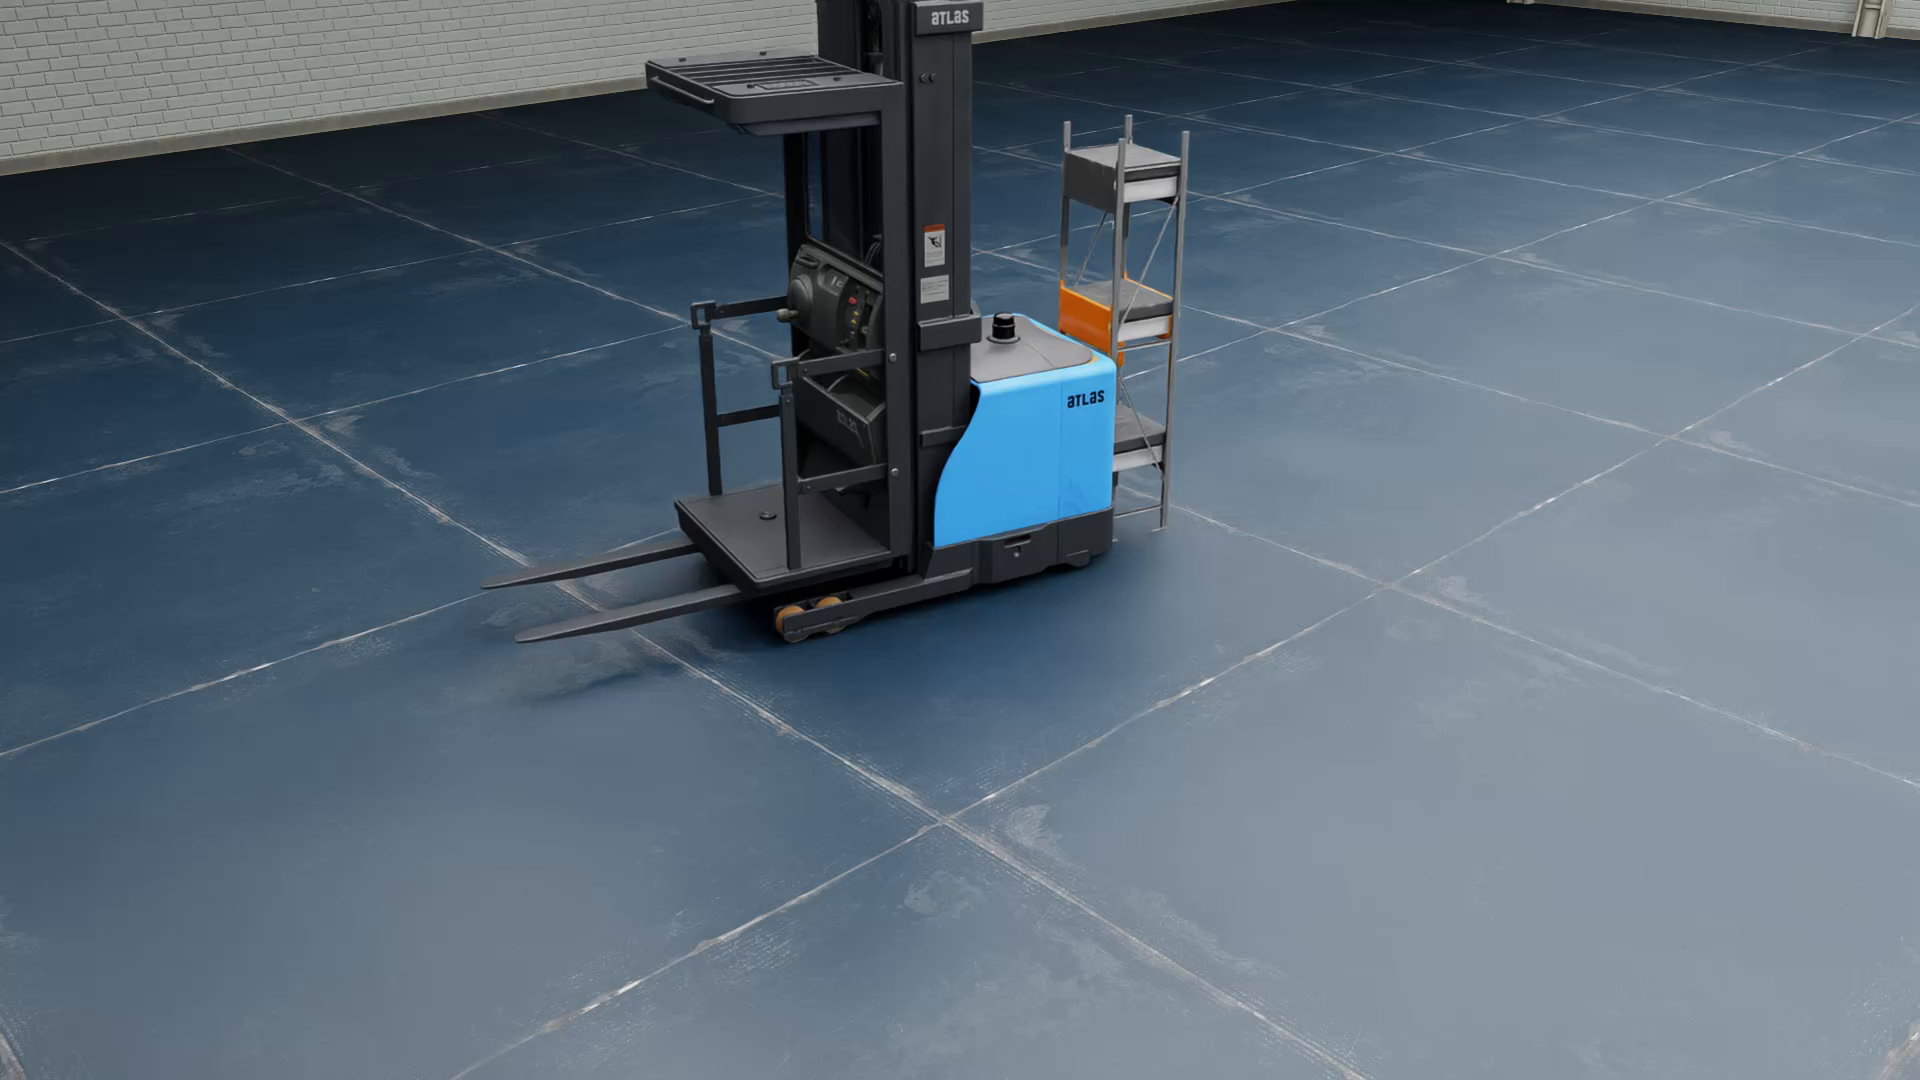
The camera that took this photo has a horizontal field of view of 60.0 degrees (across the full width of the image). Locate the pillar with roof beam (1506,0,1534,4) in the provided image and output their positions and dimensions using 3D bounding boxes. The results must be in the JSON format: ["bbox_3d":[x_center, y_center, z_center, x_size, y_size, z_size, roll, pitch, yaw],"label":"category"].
[{"bbox_3d":[6.974,-12.572,25.467,9.100,9.000,0.400,-21,32,-38],"label":"pillar with roof beam"}]

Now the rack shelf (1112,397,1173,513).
[{"bbox_3d":[0.808,-0.413,8.844,0.431,0.518,0.480,-13,27,-26],"label":"rack shelf"}]

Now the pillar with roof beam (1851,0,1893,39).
[{"bbox_3d":[11.075,-10.755,21.482,9.100,9.000,0.400,-21,32,-38],"label":"pillar with roof beam"}]

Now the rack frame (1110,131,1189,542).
[{"bbox_3d":[0.925,-0.973,8.353,0.400,2.100,0.015,-13,27,-26],"label":"rack frame"}]

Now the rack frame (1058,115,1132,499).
[{"bbox_3d":[0.691,-1.151,8.743,0.400,2.100,0.015,-13,27,-26],"label":"rack frame"}]

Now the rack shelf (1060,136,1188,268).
[{"bbox_3d":[0.808,-1.686,8.263,0.431,0.518,0.480,-13,27,-26],"label":"rack shelf"}]

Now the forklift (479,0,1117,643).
[{"bbox_3d":[-0.763,-1.109,7.650,3.031,2.935,1.130,-13,27,-26],"label":"forklift"}]

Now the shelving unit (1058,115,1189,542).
[{"bbox_3d":[0.808,-1.062,8.548,0.431,2.100,0.503,-13,27,-26],"label":"shelving unit"}]

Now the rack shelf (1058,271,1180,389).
[{"bbox_3d":[0.808,-1.050,8.554,0.431,0.518,0.480,-13,27,-26],"label":"rack shelf"}]
